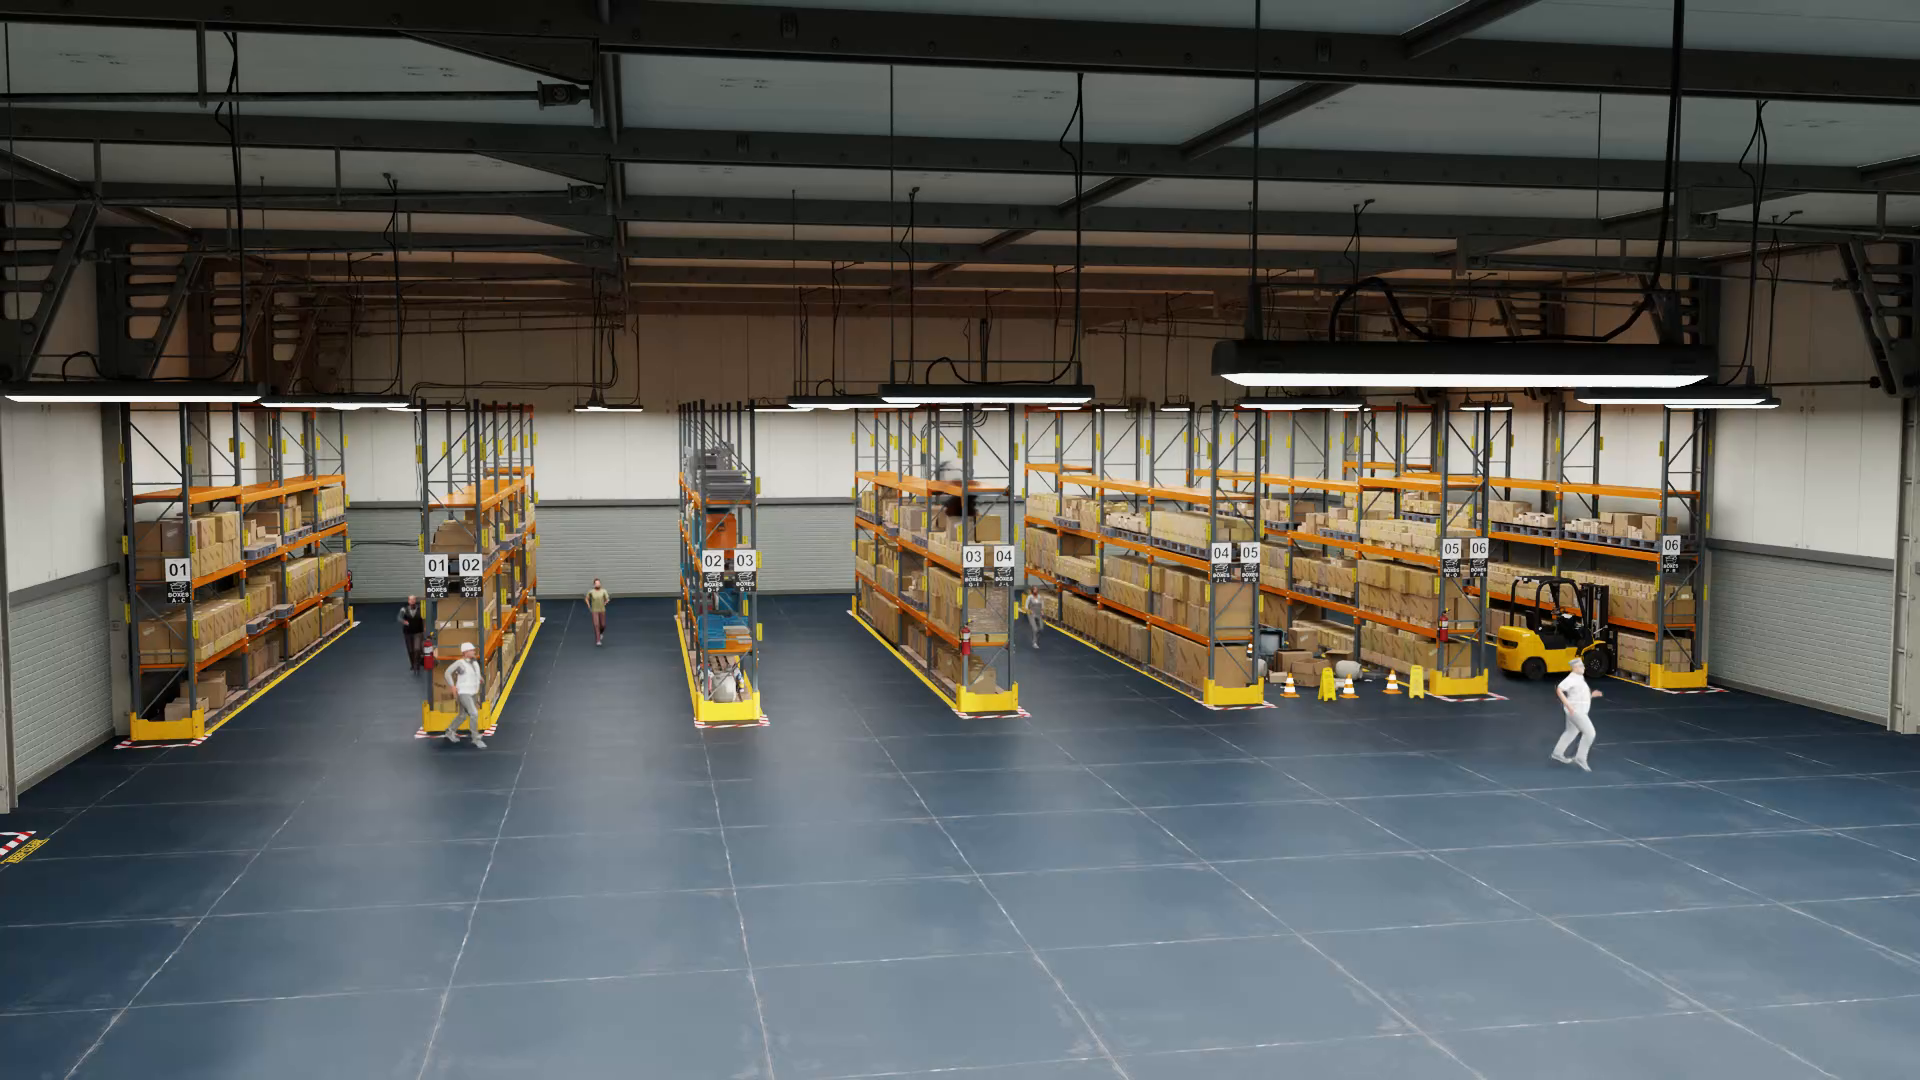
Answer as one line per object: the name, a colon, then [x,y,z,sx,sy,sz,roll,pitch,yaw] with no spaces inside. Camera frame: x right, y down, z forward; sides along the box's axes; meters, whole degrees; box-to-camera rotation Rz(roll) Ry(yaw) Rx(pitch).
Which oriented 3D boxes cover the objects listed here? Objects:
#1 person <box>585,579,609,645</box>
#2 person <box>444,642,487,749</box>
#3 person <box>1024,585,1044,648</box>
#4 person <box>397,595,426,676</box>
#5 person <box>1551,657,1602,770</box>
person: [-9.032,1.779,41.449,0.588,1.632,0.779,-1,5,-18]
person: [-8.512,2.663,28.716,0.881,1.805,0.655,1,4,14]
person: [1.844,1.877,40.689,0.500,1.552,0.530,-1,4,-16]
person: [-12.090,2.097,36.728,0.640,1.770,0.802,-1,4,-11]
person: [10.002,2.818,26.955,0.754,1.845,0.631,2,5,23]
